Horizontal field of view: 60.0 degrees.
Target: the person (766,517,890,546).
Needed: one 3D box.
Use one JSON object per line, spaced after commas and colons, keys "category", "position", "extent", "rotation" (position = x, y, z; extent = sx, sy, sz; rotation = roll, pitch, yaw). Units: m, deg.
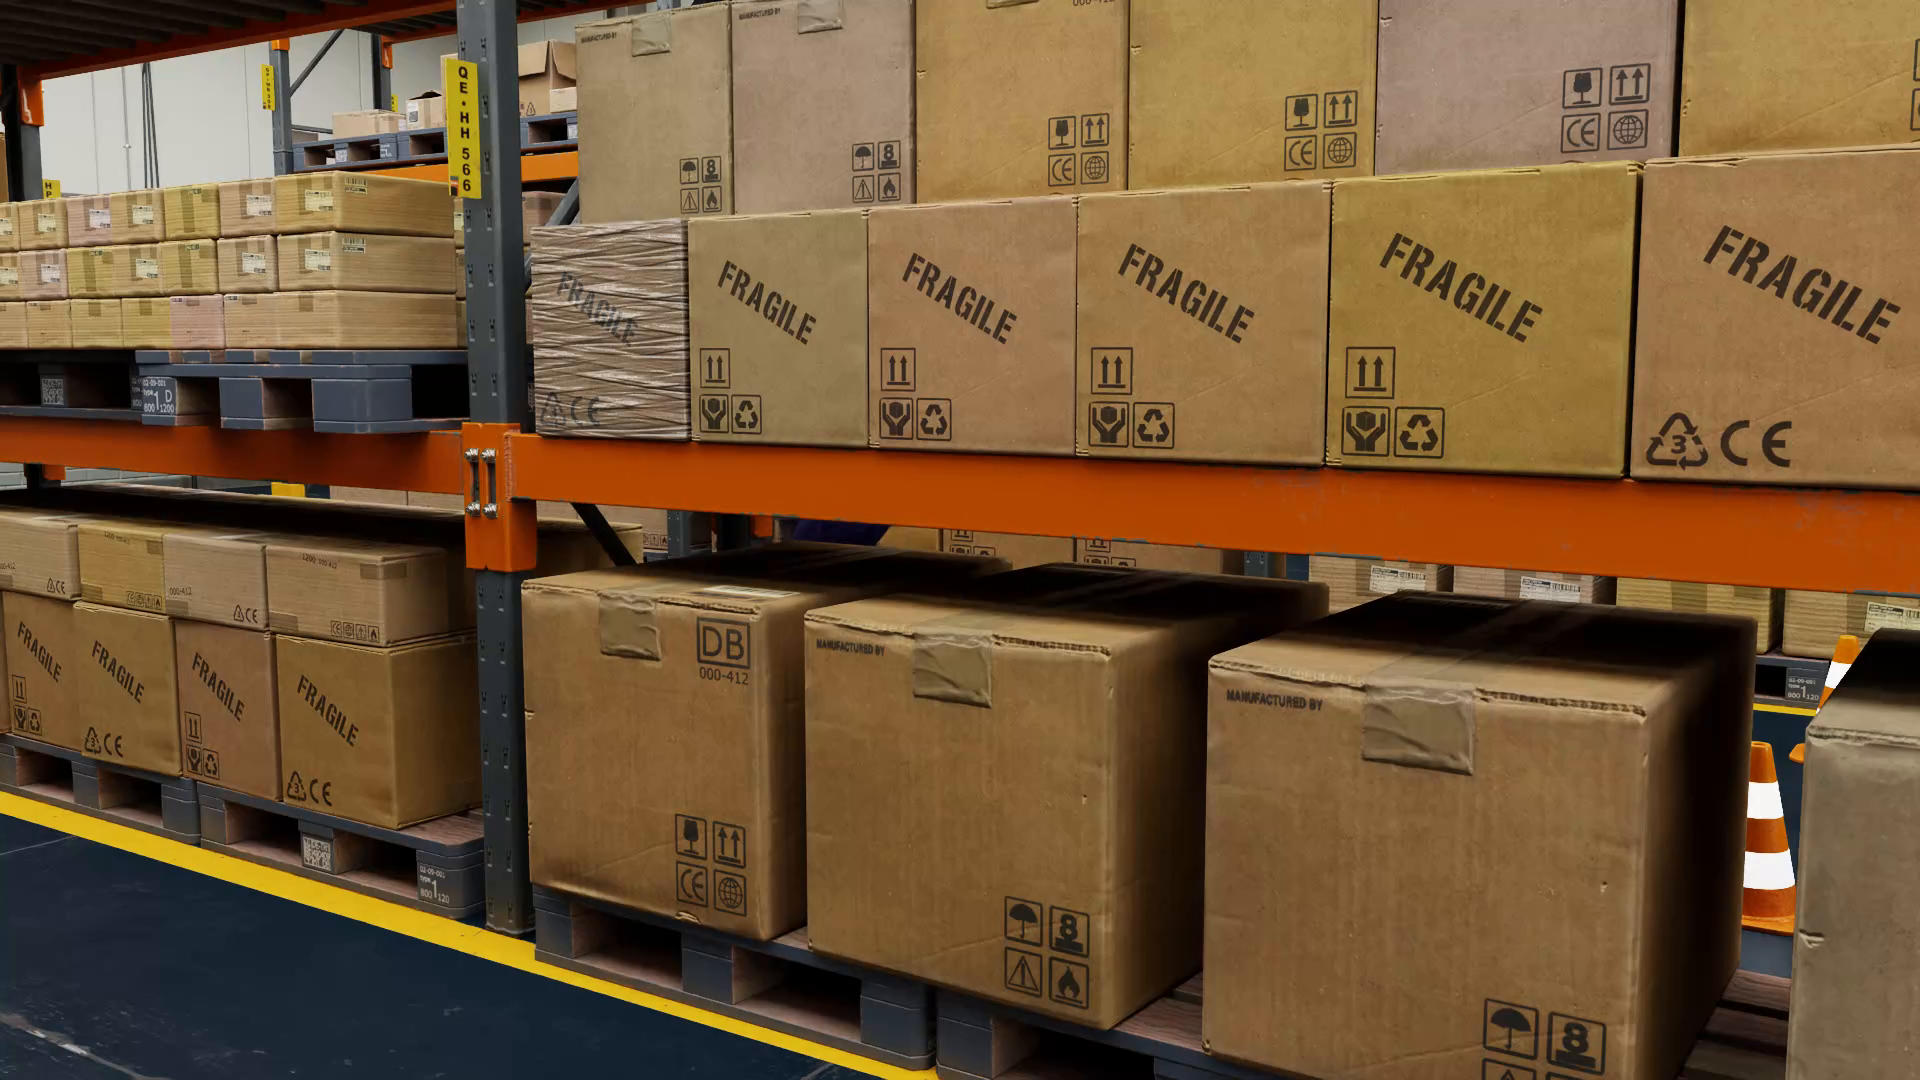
{"category": "person", "position": [-0.782, 0.125, 7.924], "extent": [0.855, 0.989, 0.468], "rotation": [4, 8, 31]}
